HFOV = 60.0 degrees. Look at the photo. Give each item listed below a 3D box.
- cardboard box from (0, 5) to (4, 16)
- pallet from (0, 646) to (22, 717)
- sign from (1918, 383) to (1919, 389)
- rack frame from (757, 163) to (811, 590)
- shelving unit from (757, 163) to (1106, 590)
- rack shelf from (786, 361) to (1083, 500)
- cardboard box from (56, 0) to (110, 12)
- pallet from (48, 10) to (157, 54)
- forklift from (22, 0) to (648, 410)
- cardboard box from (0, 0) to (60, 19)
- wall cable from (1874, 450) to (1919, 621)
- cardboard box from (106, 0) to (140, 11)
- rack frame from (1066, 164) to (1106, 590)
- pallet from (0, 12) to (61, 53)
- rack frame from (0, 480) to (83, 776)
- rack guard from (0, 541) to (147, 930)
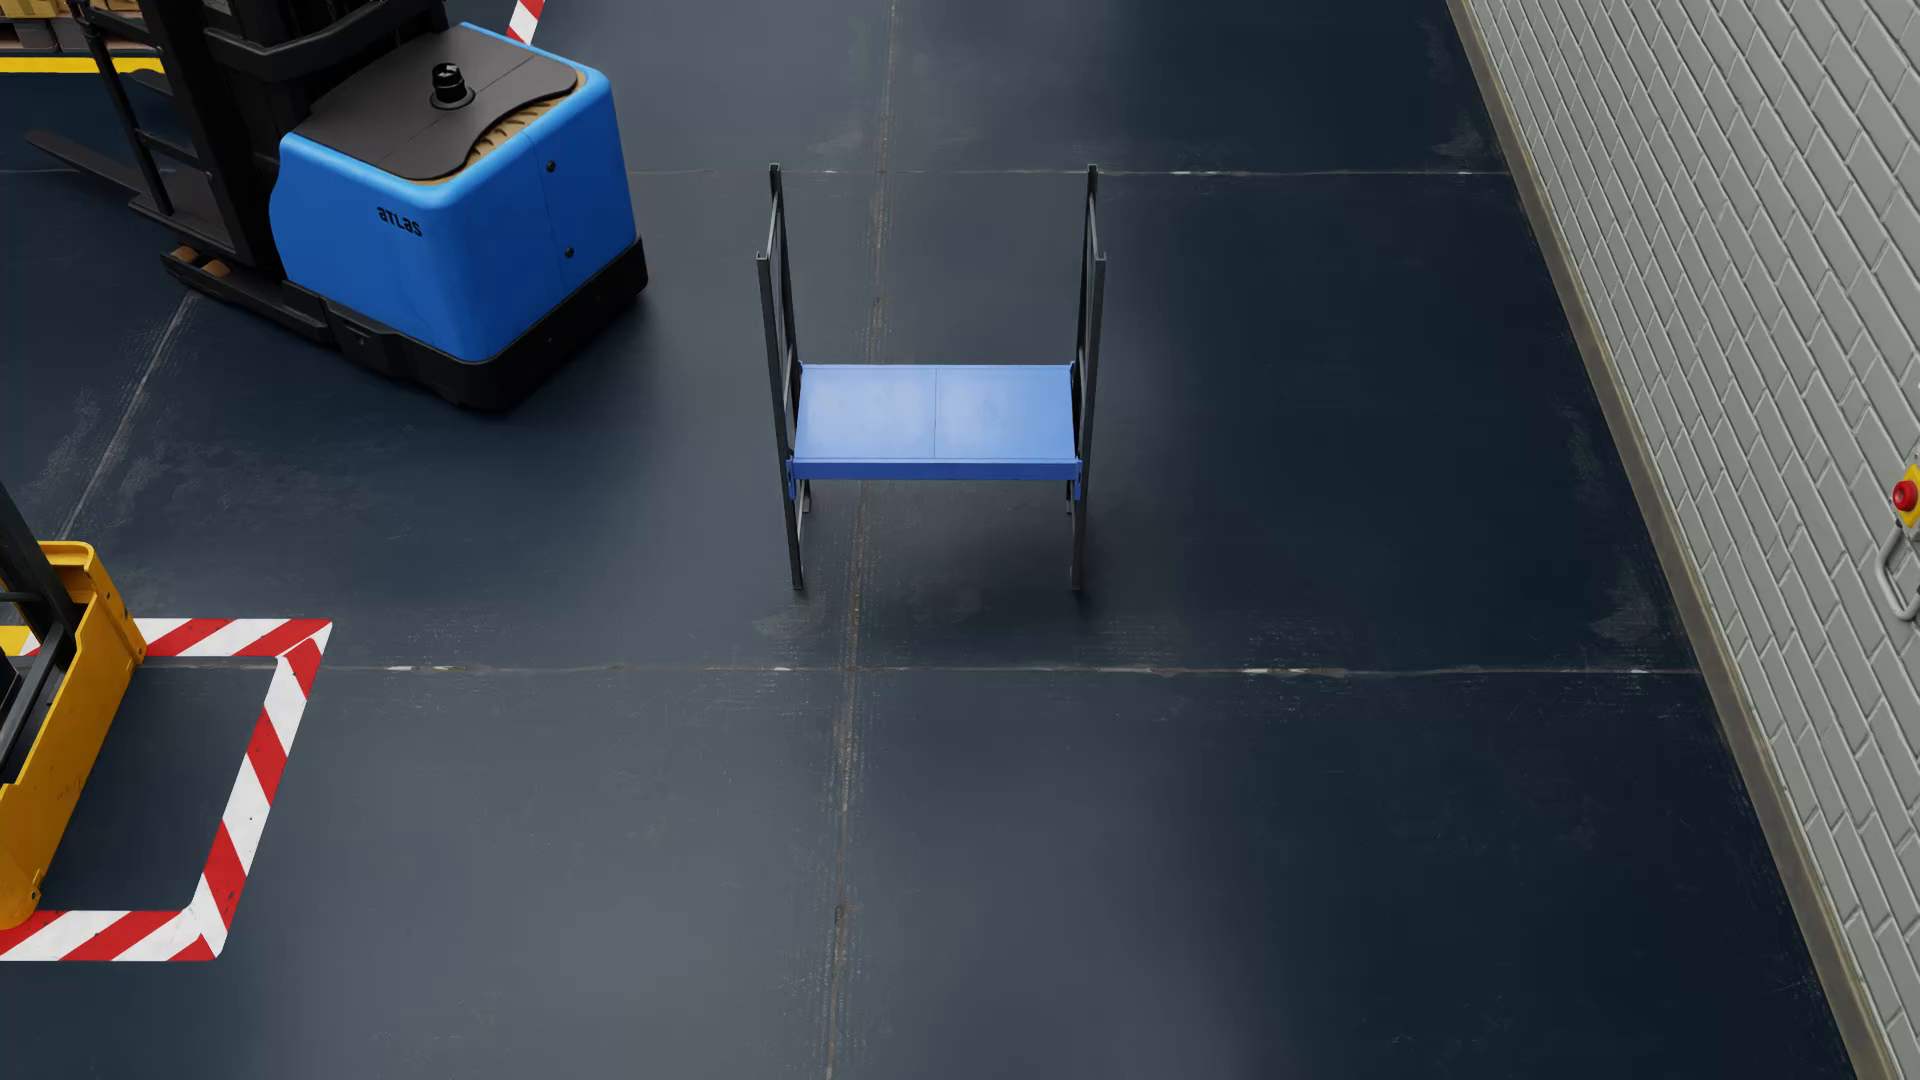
[{"bbox_3d":[-4.982,-2.843,8.508,0.250,0.149,0.380,1,47,1],"label":"cardboard box"},{"bbox_3d":[-3.875,0.758,5.401,1.213,0.211,1.003,0,47,0],"label":"pallet"},{"bbox_3d":[2.625,-0.376,4.367,0.001,0.218,0.327,0,47,0],"label":"sign"},{"bbox_3d":[-0.594,-0.513,5.703,0.032,1.500,0.500,0,47,0],"label":"rack frame"},{"bbox_3d":[-0.085,-0.511,5.701,1.048,1.500,0.538,0,47,0],"label":"shelving unit"},{"bbox_3d":[-0.085,-0.389,5.833,1.000,0.185,0.538,0,47,0],"label":"rack shelf"},{"bbox_3d":[-4.454,-2.873,8.536,0.250,0.149,0.380,1,47,1],"label":"cardboard box"},{"bbox_3d":[-4.046,-2.949,8.851,1.213,0.211,1.003,0,47,0],"label":"pallet"},{"bbox_3d":[-2.874,-2.347,6.433,3.031,2.935,1.130,24,52,21],"label":"forklift"},{"bbox_3d":[-4.709,-2.828,8.494,0.250,0.149,0.380,-2,47,-2],"label":"cardboard box"},{"bbox_3d":[2.563,-0.606,4.049,0.123,1.953,0.585,0,47,0],"label":"wall cable"},{"bbox_3d":[-4.207,-2.882,8.544,0.250,0.149,0.380,0,47,0],"label":"cardboard box"},{"bbox_3d":[0.423,-0.510,5.700,0.032,1.500,0.500,0,47,0],"label":"rack frame"},{"bbox_3d":[-5.263,-2.955,8.856,1.213,0.211,1.003,0,47,0],"label":"pallet"},{"bbox_3d":[-3.075,-0.248,4.431,0.127,3.000,1.000,0,47,0],"label":"rack frame"},{"bbox_3d":[-3.051,0.604,5.346,0.348,0.500,1.175,0,47,0],"label":"rack guard"}]
